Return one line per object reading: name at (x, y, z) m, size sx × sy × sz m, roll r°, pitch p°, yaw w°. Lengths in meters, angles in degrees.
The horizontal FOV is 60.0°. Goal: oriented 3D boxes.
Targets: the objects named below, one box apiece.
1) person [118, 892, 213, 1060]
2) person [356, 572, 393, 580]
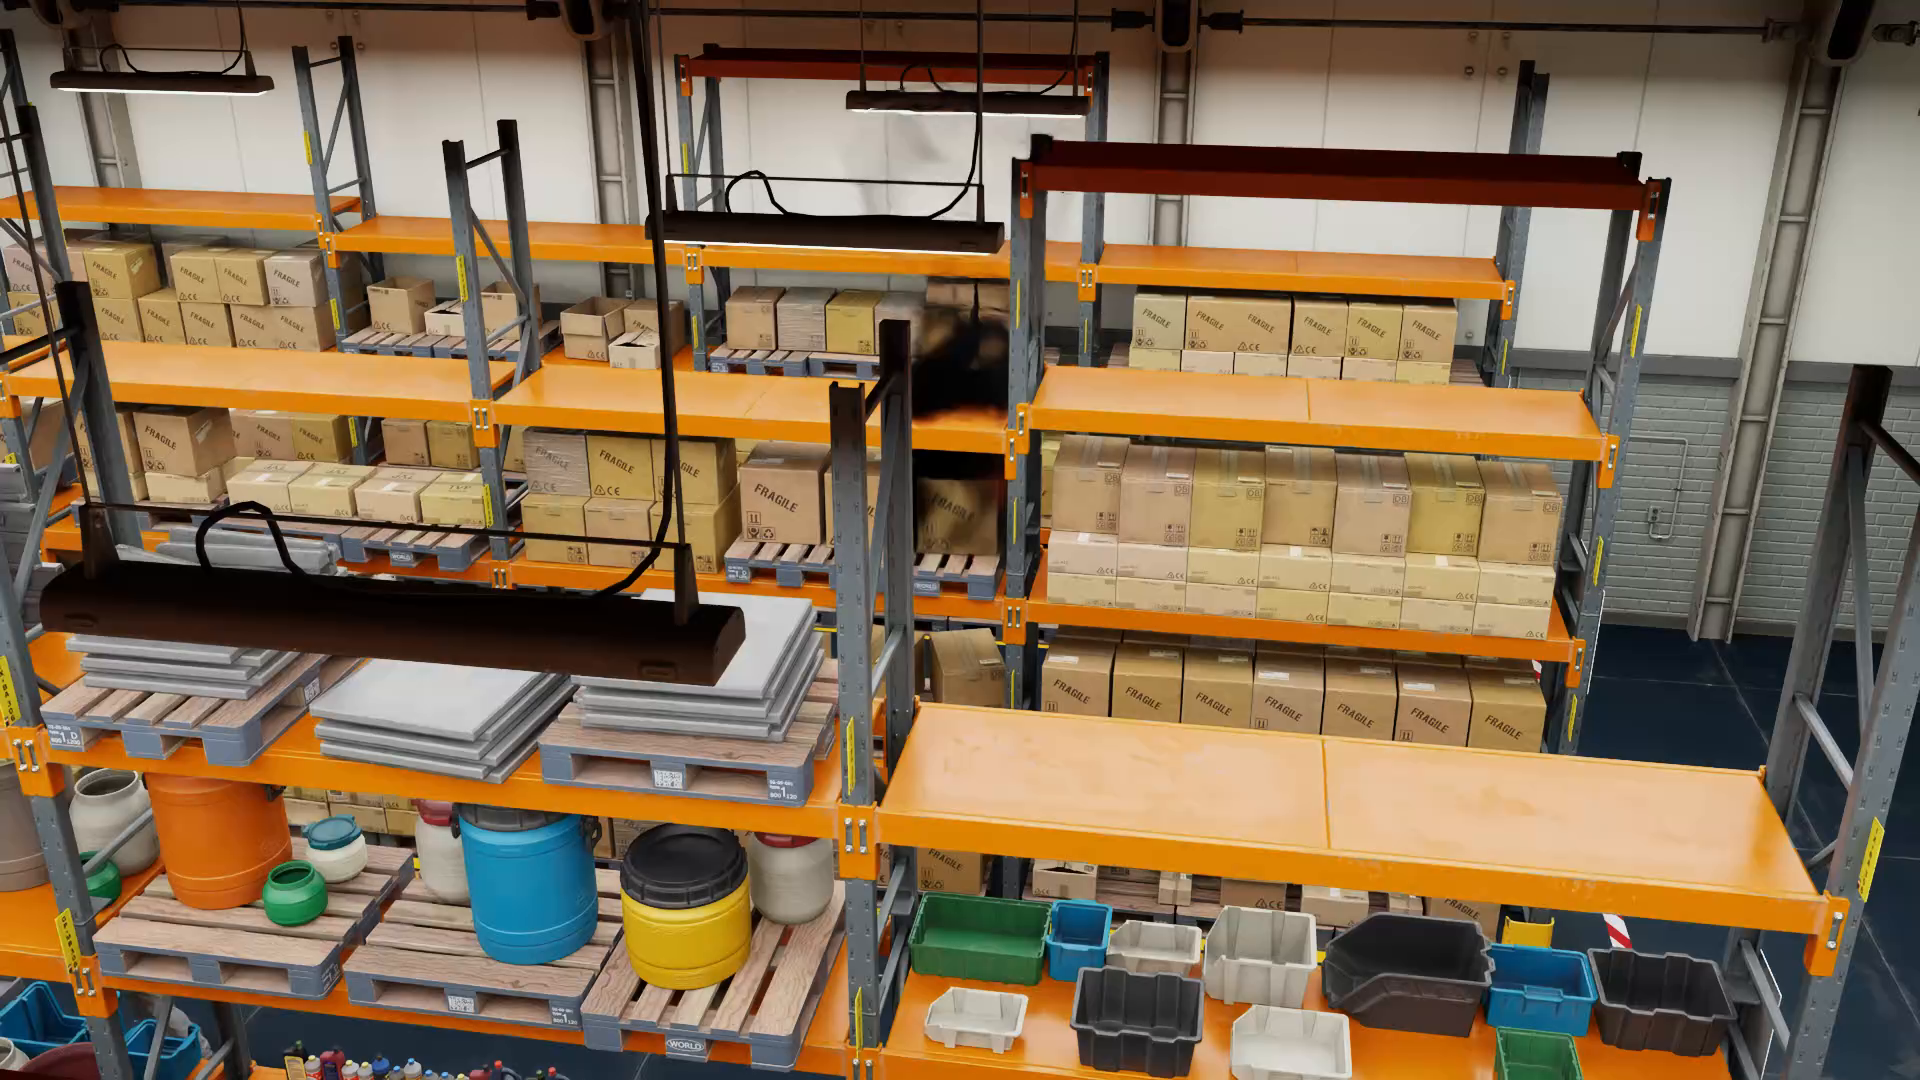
person at (-5.584, 2.858, 11.374) m, size 0.778 × 1.828 × 0.678 m, roll 2°, pitch 23°, yaw 5°
person at (-5.573, 0.891, 16.079) m, size 0.644 × 1.760 × 0.672 m, roll -1°, pitch 23°, yaw -1°
